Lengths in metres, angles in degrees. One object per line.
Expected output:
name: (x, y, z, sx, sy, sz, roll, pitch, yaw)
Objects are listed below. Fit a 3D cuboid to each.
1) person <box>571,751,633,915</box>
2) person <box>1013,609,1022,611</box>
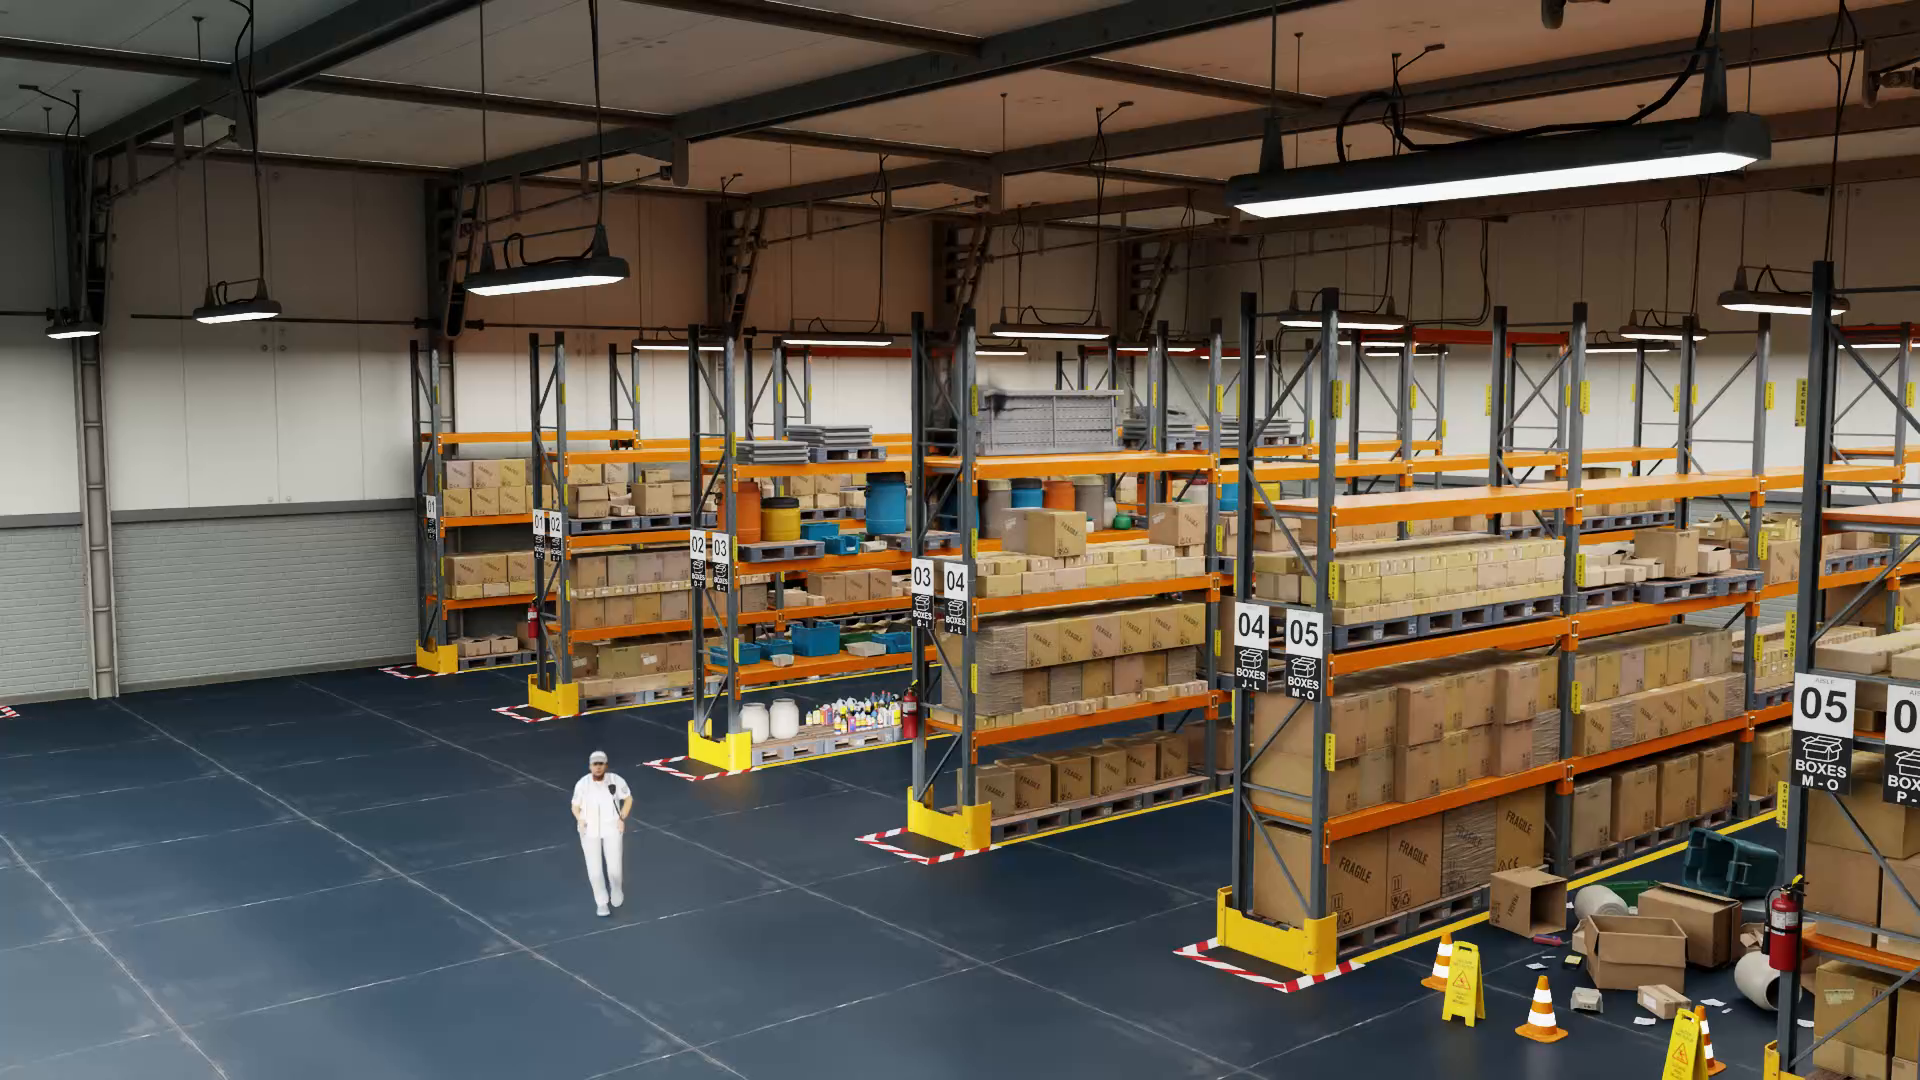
person: (-3.496, 2.858, 16.187, 0.563, 1.622, 0.536, -1, 5, -8)
person: (0.889, 1.608, 29.185, 0.704, 1.723, 0.696, 5, 7, 43)
